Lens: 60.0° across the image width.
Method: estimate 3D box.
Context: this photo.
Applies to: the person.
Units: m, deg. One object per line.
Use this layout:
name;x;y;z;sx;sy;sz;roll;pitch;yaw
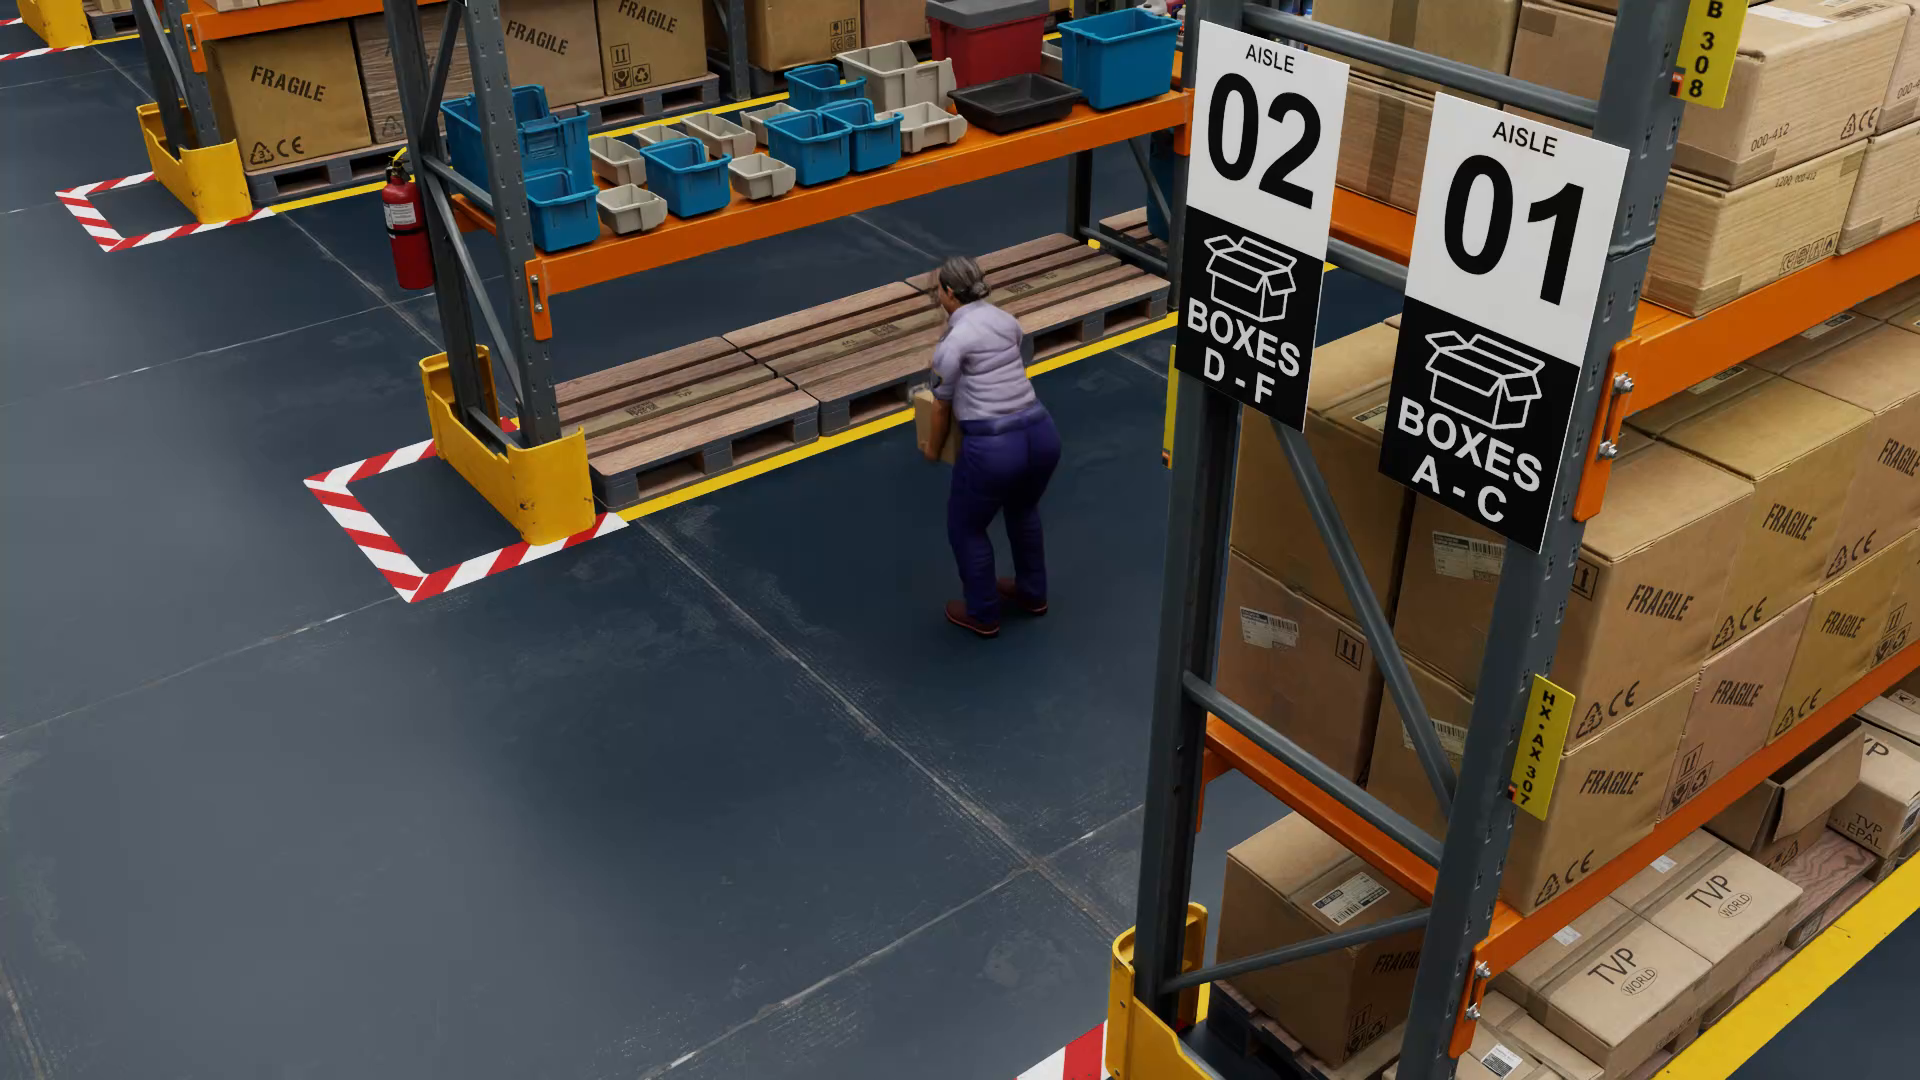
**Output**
person;0.116;-0.382;6.826;0.439;1.580;0.581;-23;39;-32
